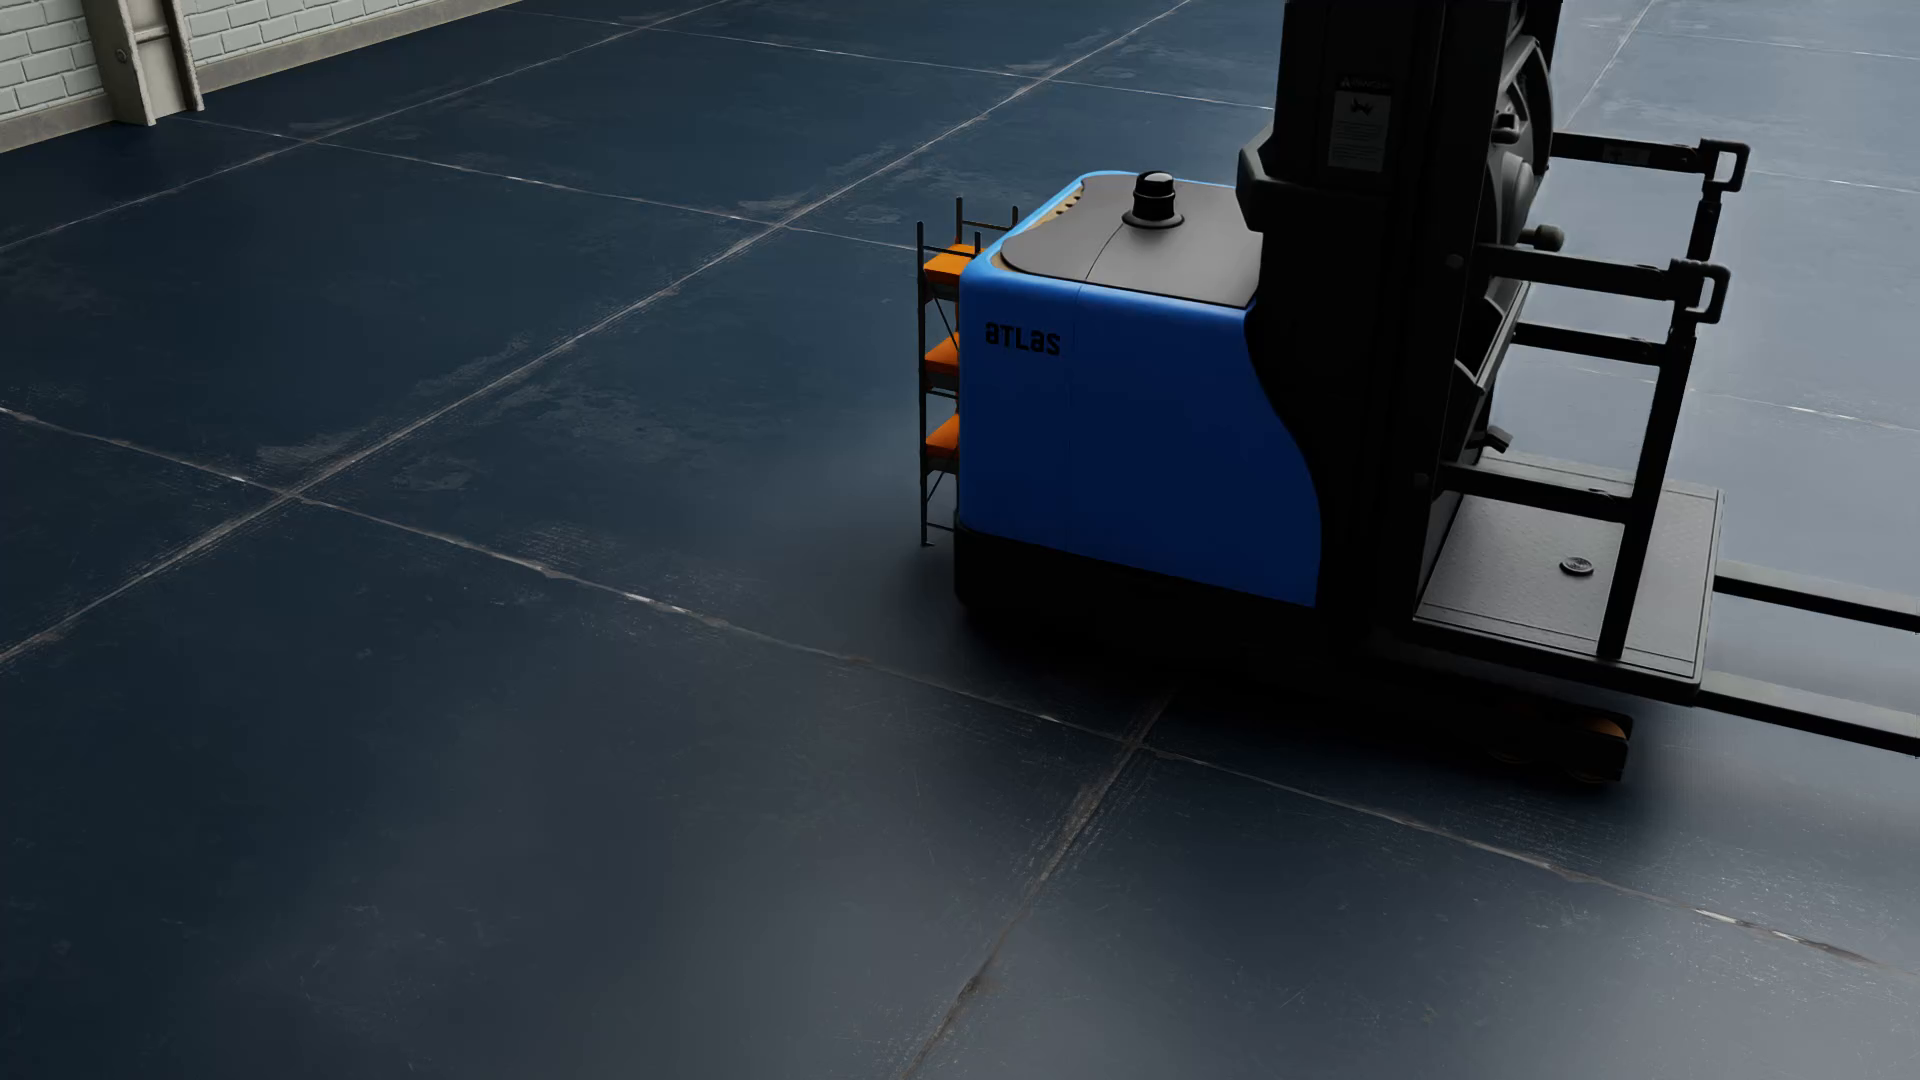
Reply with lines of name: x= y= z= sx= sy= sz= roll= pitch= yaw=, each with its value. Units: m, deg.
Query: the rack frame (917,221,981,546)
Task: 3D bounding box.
rack frame: x=-0.031 y=-0.425 z=4.936 sx=0.200 sy=1.050 sz=0.008 roll=14 pitch=33 yaw=23

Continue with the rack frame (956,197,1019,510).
rack frame: x=0.080 y=-0.533 z=5.124 sx=0.200 sy=1.050 sz=0.008 roll=14 pitch=33 yaw=23

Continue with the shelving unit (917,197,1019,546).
shelving unit: x=0.024 y=-0.479 z=5.030 sx=0.215 sy=1.050 sz=0.252 roll=14 pitch=33 yaw=23

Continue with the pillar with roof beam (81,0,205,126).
pillar with roof beam: x=-0.737 y=-5.355 z=5.538 sx=9.100 sy=9.000 sz=0.400 roll=14 pitch=33 yaw=23

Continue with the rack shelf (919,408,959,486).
rack shelf: x=0.024 y=-0.229 z=5.174 sx=0.215 sy=0.259 sz=0.240 roll=14 pitch=33 yaw=23

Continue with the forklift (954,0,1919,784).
forklift: x=1.544 y=-0.961 z=3.980 sx=3.031 sy=2.935 sz=1.130 roll=13 pitch=32 yaw=21

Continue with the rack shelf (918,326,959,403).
rack shelf: x=0.024 y=-0.470 z=5.035 sx=0.215 sy=0.259 sz=0.240 roll=14 pitch=33 yaw=23

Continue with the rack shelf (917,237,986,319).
rack shelf: x=0.024 y=-0.716 z=4.894 sx=0.215 sy=0.259 sz=0.240 roll=14 pitch=33 yaw=23
